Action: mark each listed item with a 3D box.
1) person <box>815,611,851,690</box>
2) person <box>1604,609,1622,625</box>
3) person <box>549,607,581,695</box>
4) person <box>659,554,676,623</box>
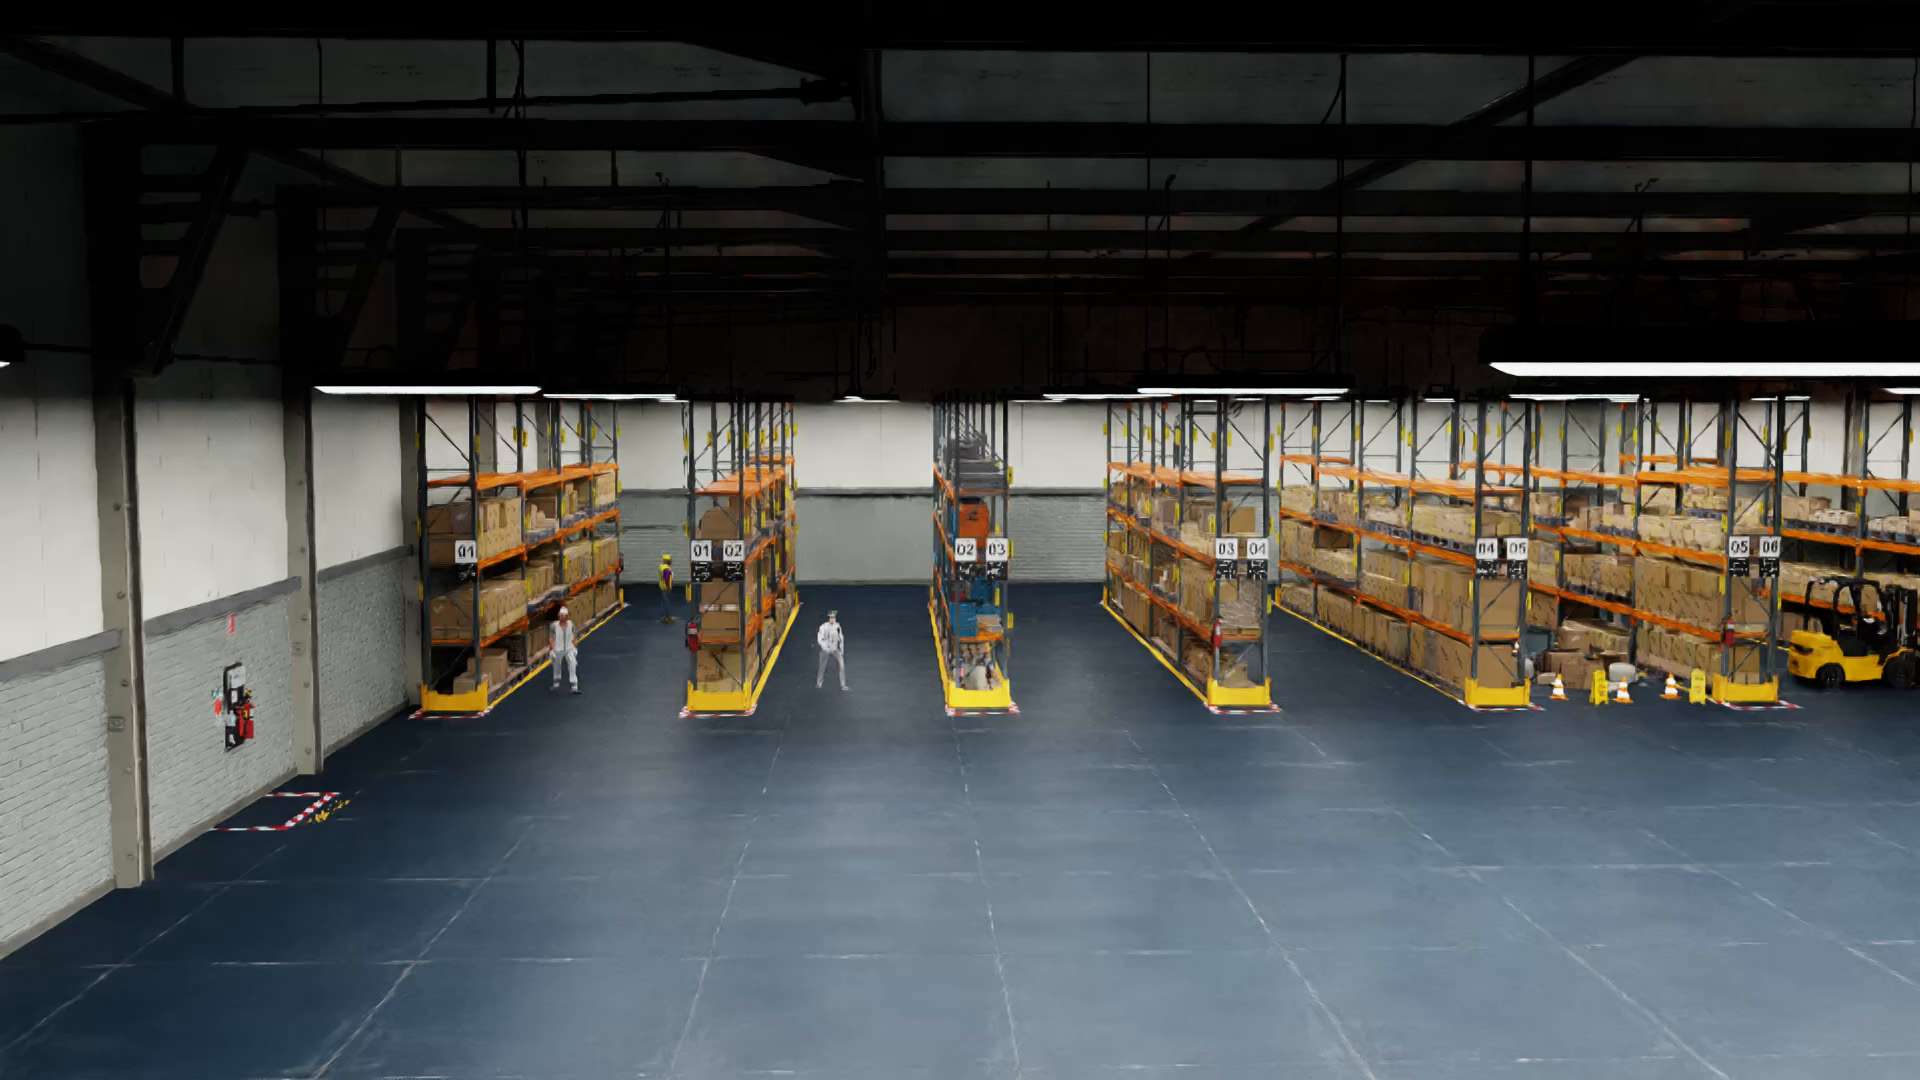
[{"bbox_3d":[-2.593,2.189,33.375,0.638,1.607,0.814,-2,5,-19],"label":"person"},{"bbox_3d":[16.719,1.333,42.741,0.636,1.775,0.672,2,5,27],"label":"person"},{"bbox_3d":[-7.829,2.181,32.870,0.596,1.746,0.969,-2,5,-25],"label":"person"},{"bbox_3d":[-7.678,1.257,43.719,0.464,1.772,0.645,-2,5,-22],"label":"person"}]
